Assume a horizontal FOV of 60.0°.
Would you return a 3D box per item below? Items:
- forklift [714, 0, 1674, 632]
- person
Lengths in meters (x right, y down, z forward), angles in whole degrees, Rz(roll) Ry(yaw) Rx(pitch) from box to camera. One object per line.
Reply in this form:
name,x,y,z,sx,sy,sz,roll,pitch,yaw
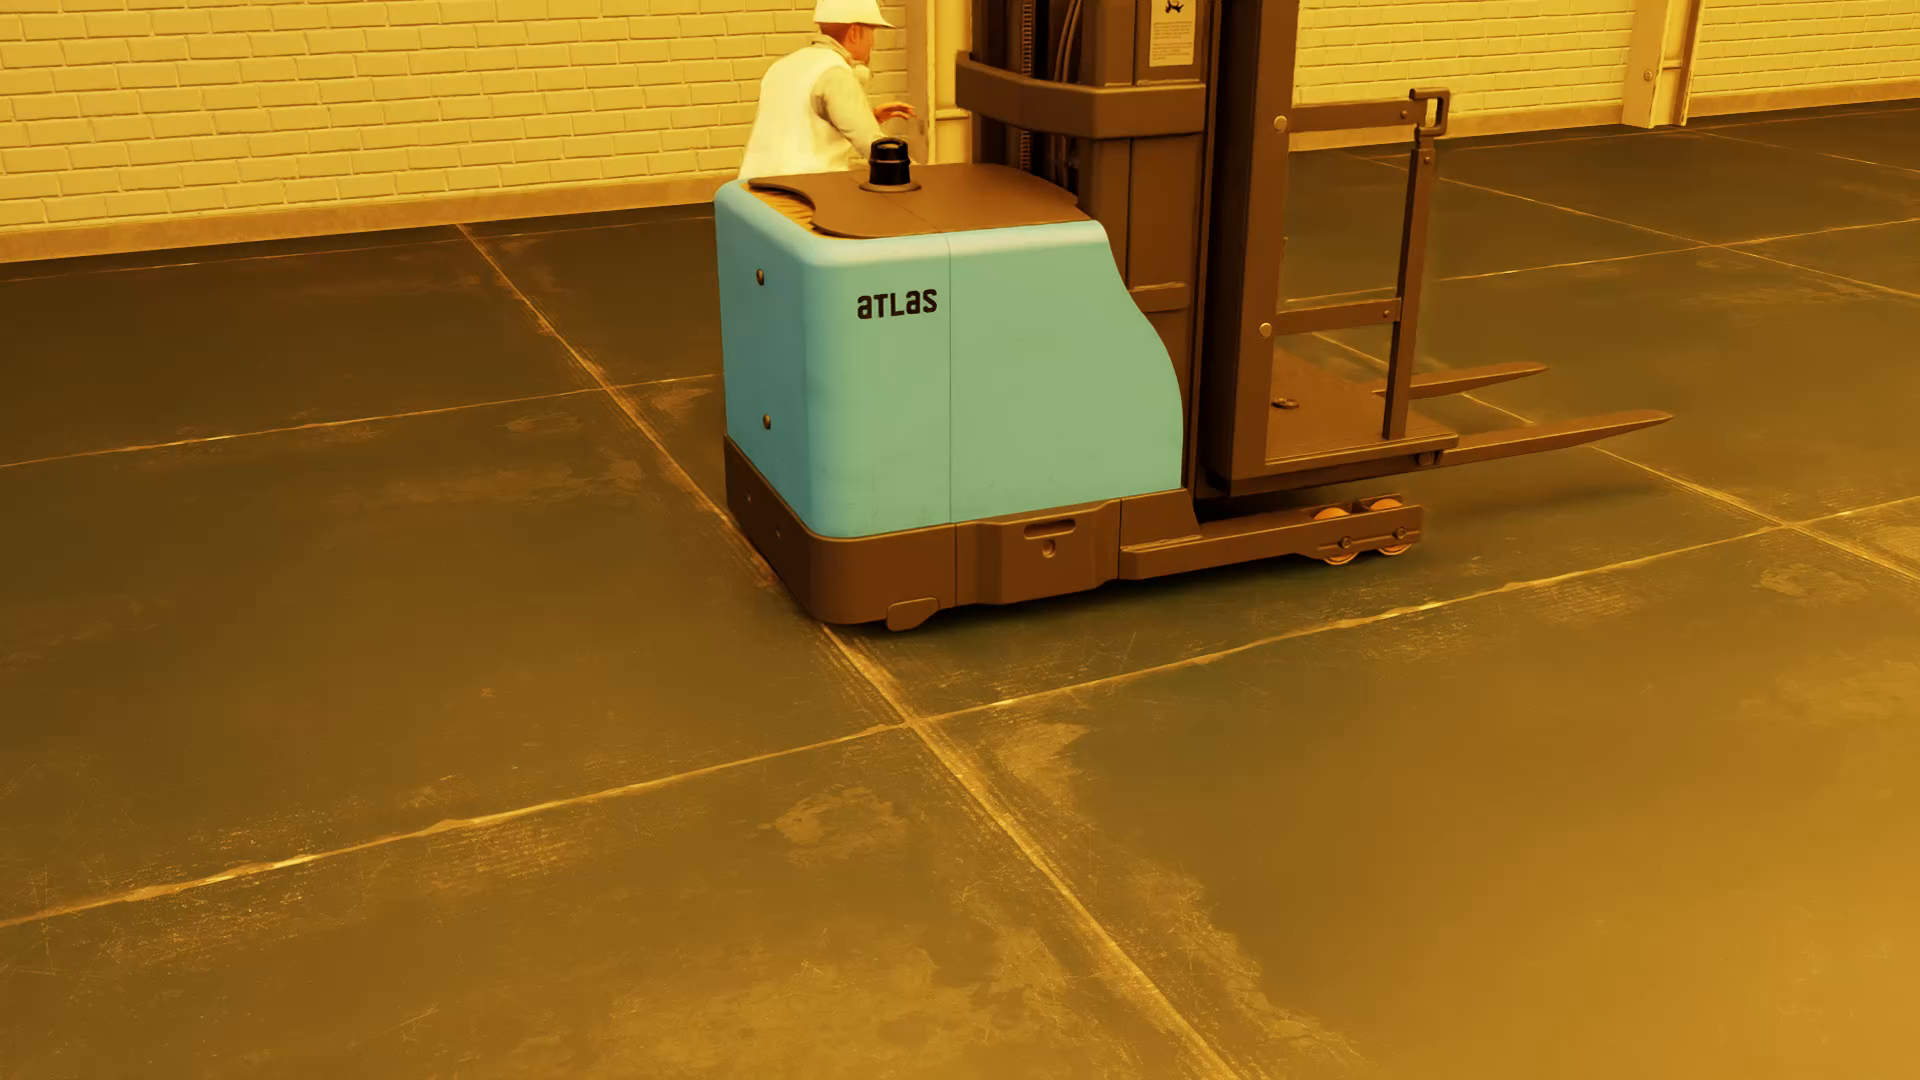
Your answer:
forklift,0.842,-1.457,4.793,3.031,2.935,1.130,-9,24,-20
person,-0.361,-1.218,6.055,0.948,1.542,0.885,18,29,37
